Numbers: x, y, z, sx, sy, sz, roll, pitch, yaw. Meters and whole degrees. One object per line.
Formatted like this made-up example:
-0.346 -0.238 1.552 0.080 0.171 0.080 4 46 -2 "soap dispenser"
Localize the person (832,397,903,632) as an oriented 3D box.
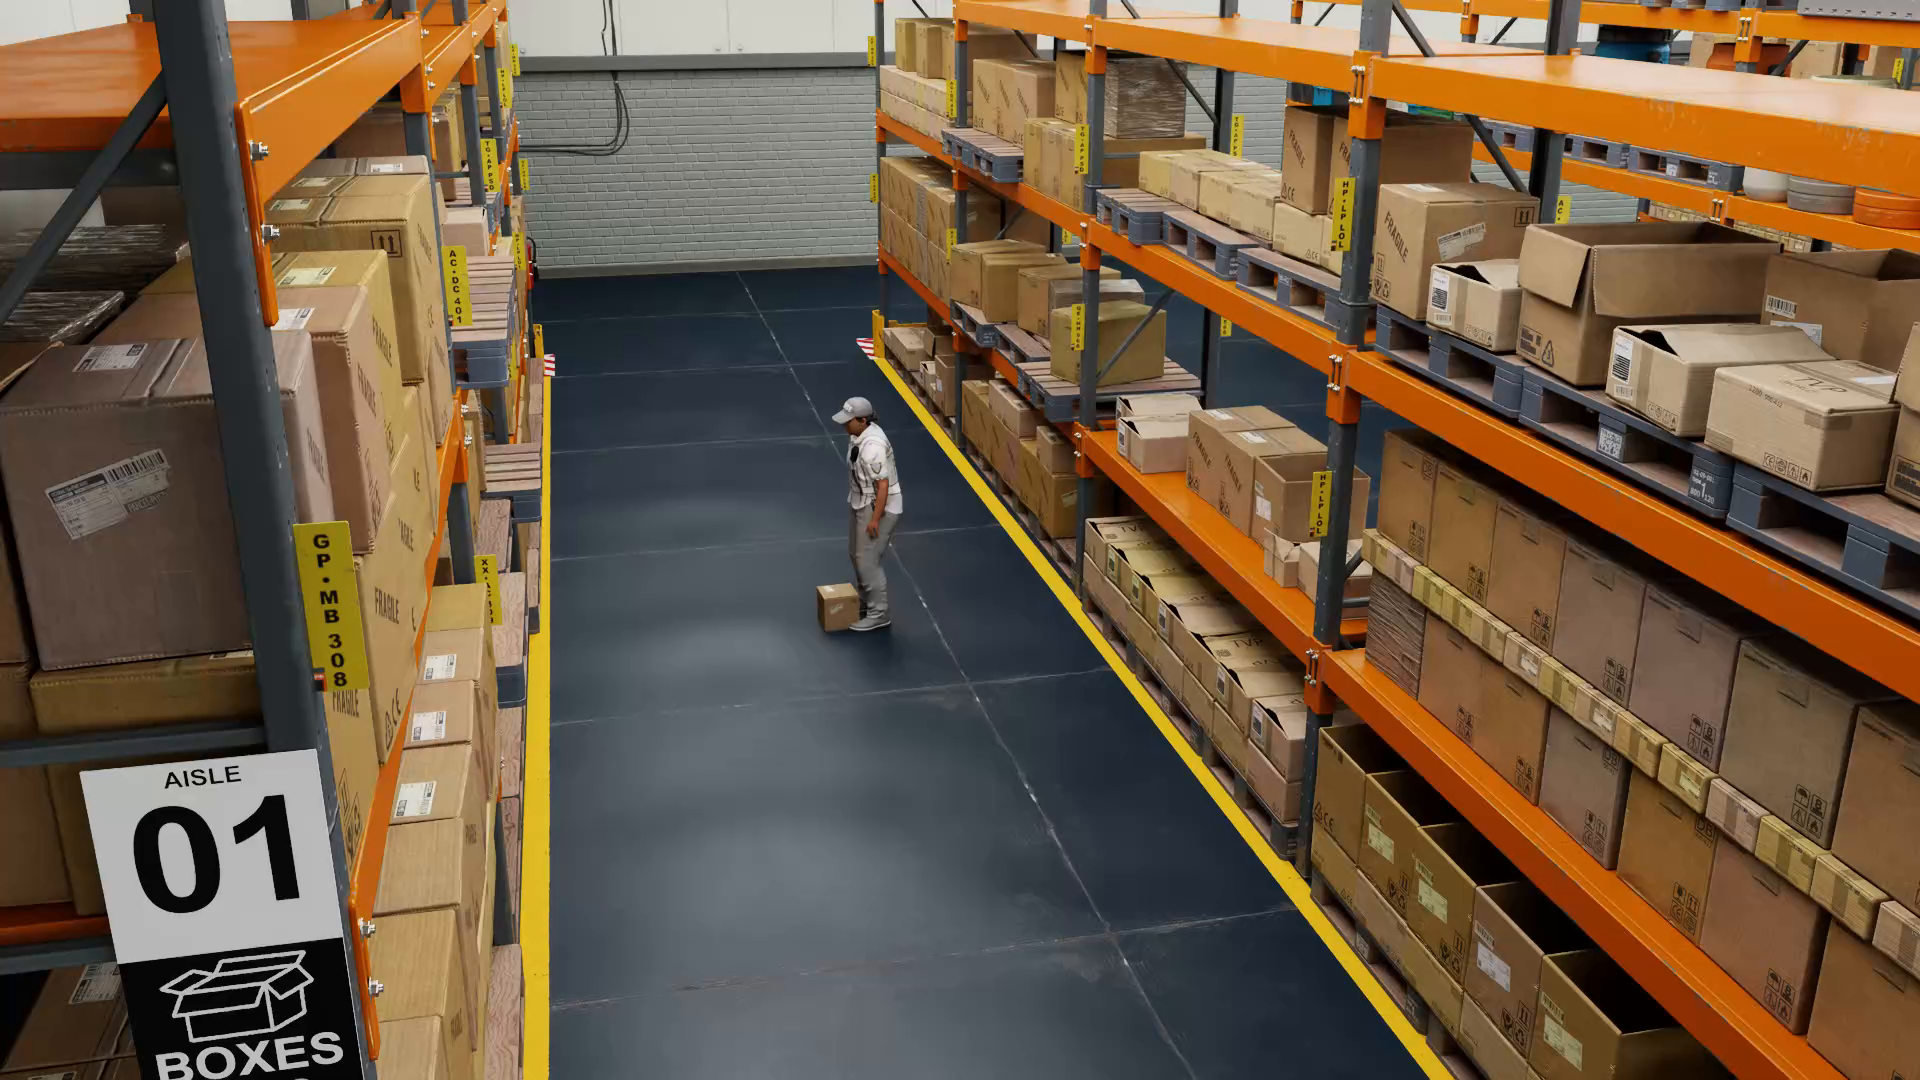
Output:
-0.657 -0.206 11.635 0.471 1.665 0.561 -6 21 -16 "person"
